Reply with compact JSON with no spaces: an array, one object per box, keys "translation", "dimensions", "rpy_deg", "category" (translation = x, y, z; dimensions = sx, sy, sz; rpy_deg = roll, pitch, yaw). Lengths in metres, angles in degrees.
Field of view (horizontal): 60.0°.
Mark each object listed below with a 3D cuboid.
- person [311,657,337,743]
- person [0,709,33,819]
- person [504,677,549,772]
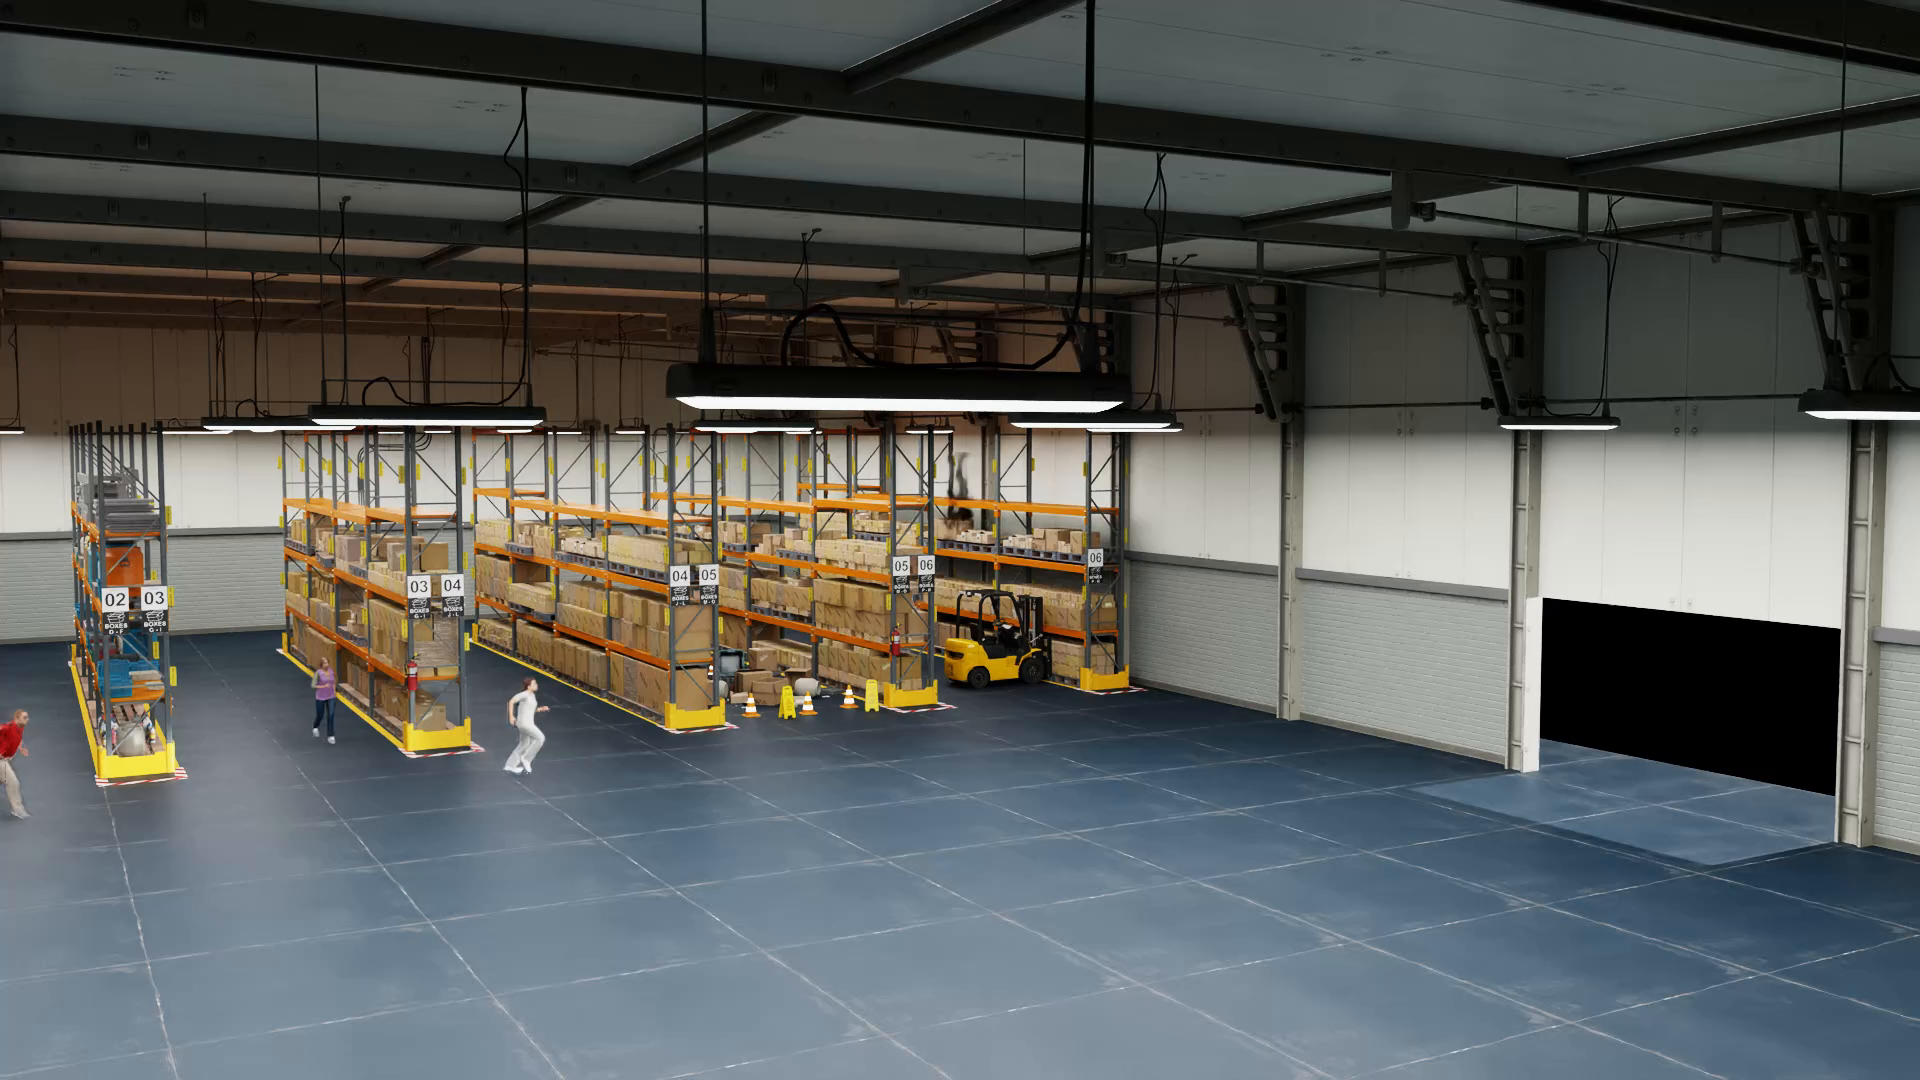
[{"translation":[-11.909,2.977,31.152],"dimensions":[0.537,1.586,0.874],"rpy_deg":[-3,5,-41],"category":"person"},{"translation":[-14.481,3.388,24.953],"dimensions":[1.021,1.693,0.704],"rpy_deg":[0,4,-2],"category":"person"},{"translation":[-7.359,3.141,28.215],"dimensions":[0.762,1.616,0.596],"rpy_deg":[0,4,3],"category":"person"}]
